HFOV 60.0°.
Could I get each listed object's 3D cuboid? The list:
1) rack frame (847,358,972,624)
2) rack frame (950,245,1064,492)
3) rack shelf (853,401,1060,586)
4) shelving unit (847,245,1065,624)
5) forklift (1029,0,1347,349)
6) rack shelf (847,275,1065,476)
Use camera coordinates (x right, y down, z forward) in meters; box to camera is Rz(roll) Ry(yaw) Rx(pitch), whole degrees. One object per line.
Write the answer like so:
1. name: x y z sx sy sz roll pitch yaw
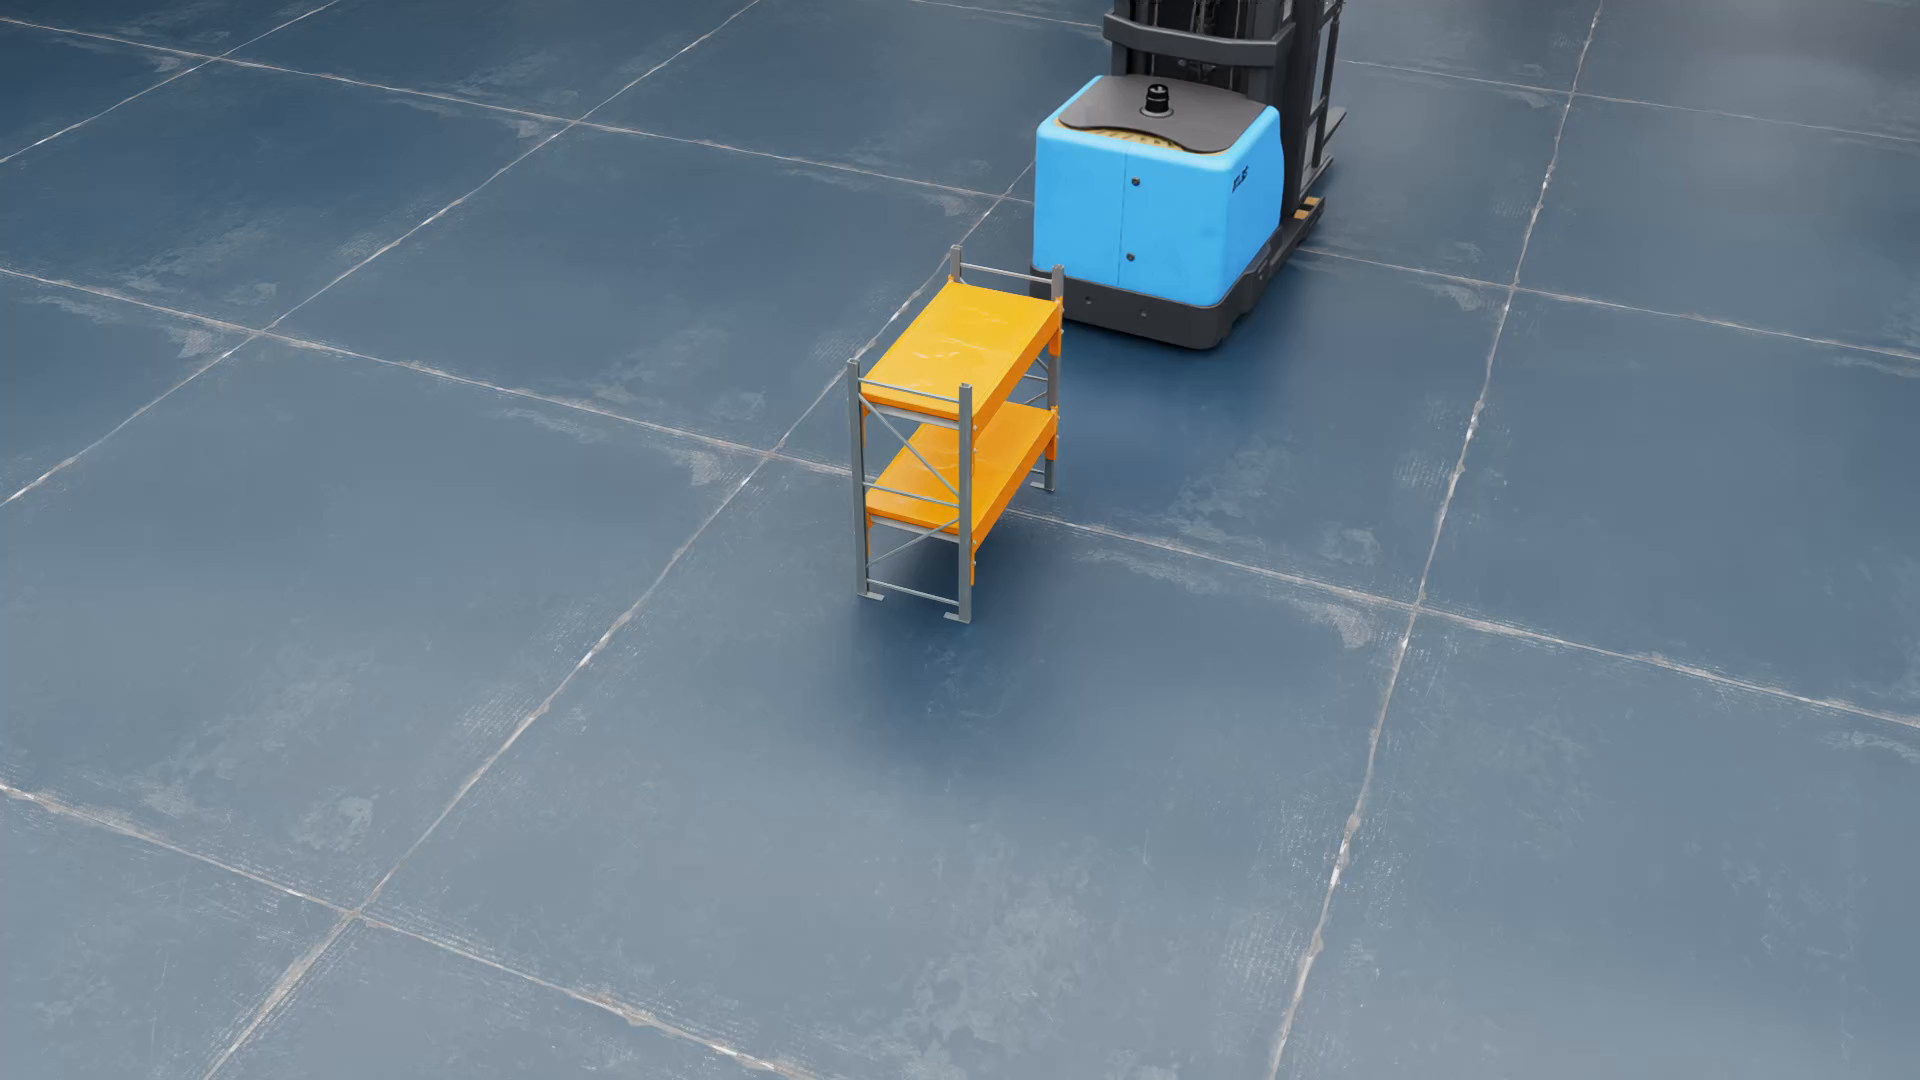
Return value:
1. rack frame: -0.191 -0.173 6.542 0.500 1.125 0.032 14 39 18
2. rack frame: 0.196 -0.736 7.295 0.500 1.125 0.032 14 39 18
3. rack shelf: 0.003 -0.258 7.065 0.538 0.278 1.000 14 39 18
4. shelving unit: 0.003 -0.454 6.918 0.538 1.125 1.048 14 39 18
5. forklift: 1.473 -3.012 8.832 1.130 2.935 3.031 17 40 21
6. rack shelf: 0.003 -0.689 6.743 0.538 0.278 1.000 14 39 18
